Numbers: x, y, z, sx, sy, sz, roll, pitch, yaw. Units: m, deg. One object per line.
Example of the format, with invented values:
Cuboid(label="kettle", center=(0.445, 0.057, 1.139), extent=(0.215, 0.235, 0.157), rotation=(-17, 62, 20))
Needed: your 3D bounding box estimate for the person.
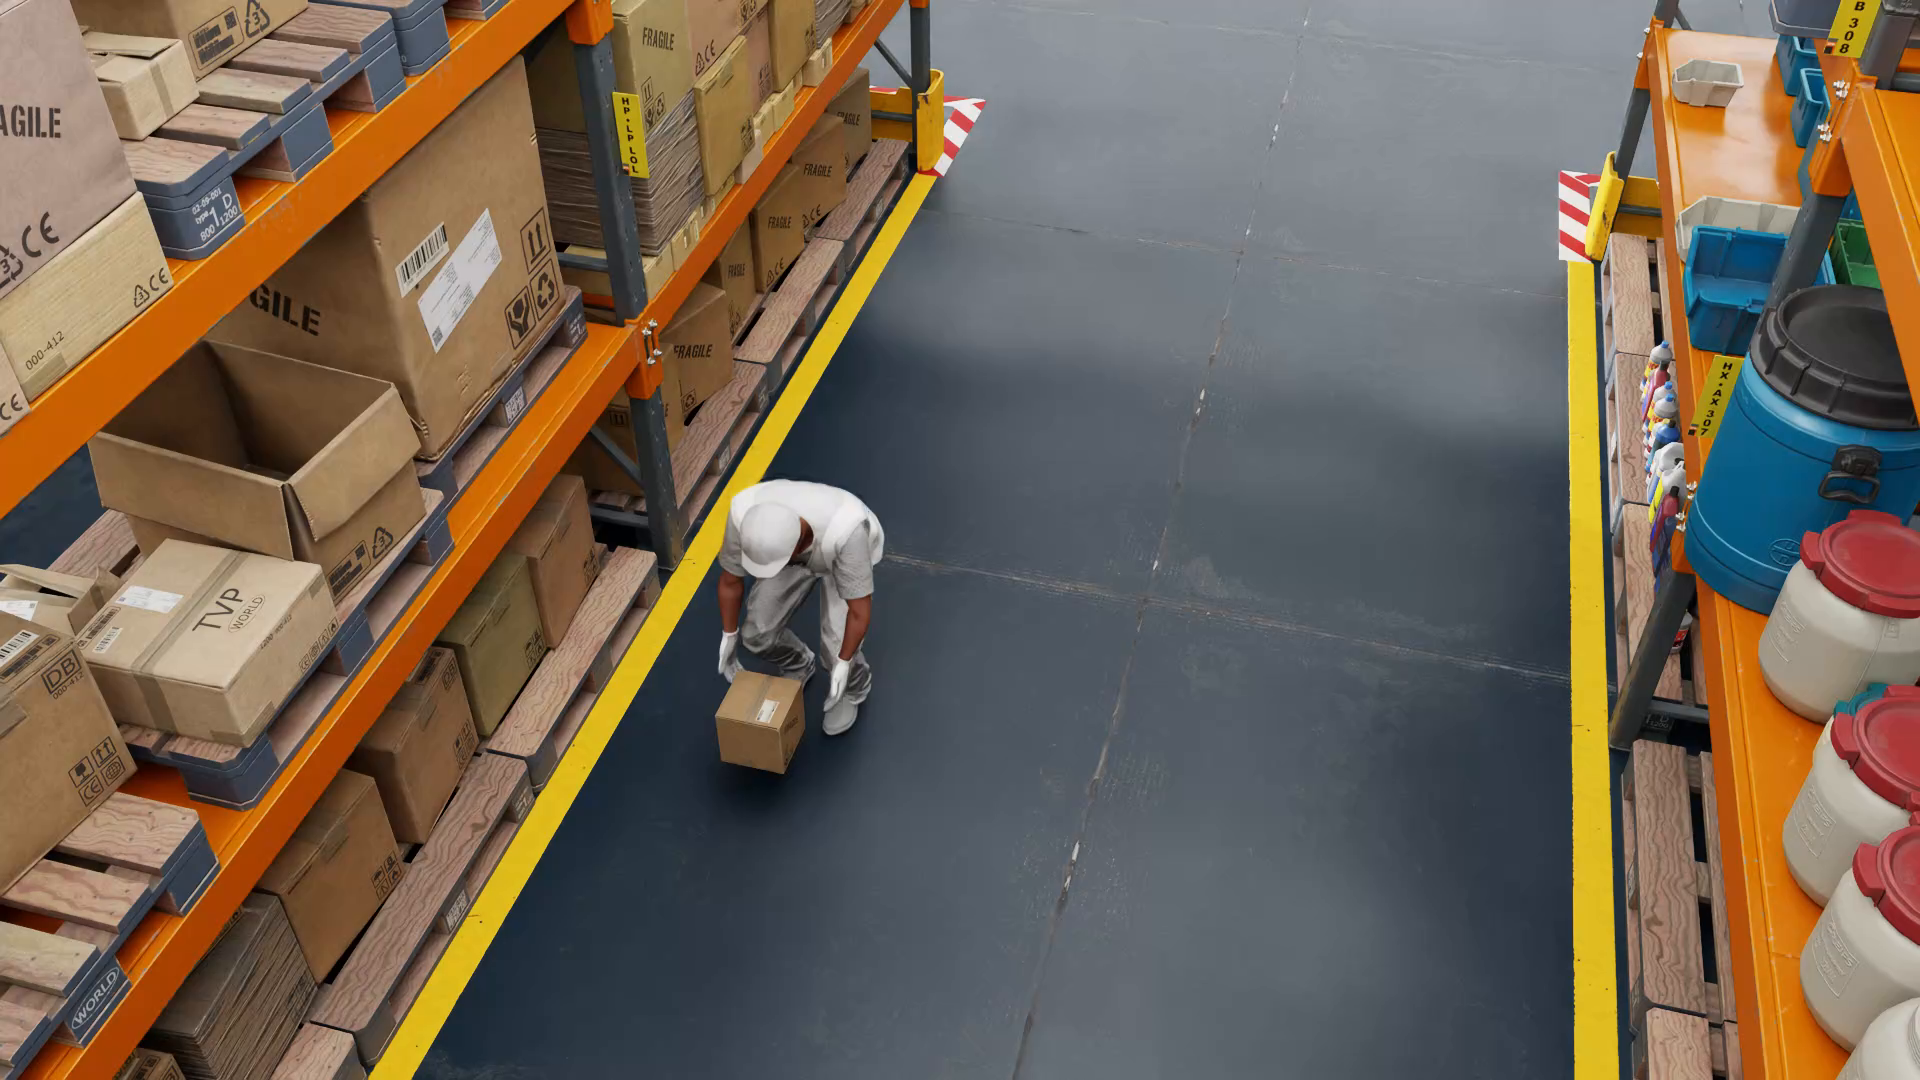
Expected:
Cuboid(label="person", center=(-0.555, 0.203, 6.283), extent=(0.610, 1.293, 0.811), rotation=(15, 43, 17))
